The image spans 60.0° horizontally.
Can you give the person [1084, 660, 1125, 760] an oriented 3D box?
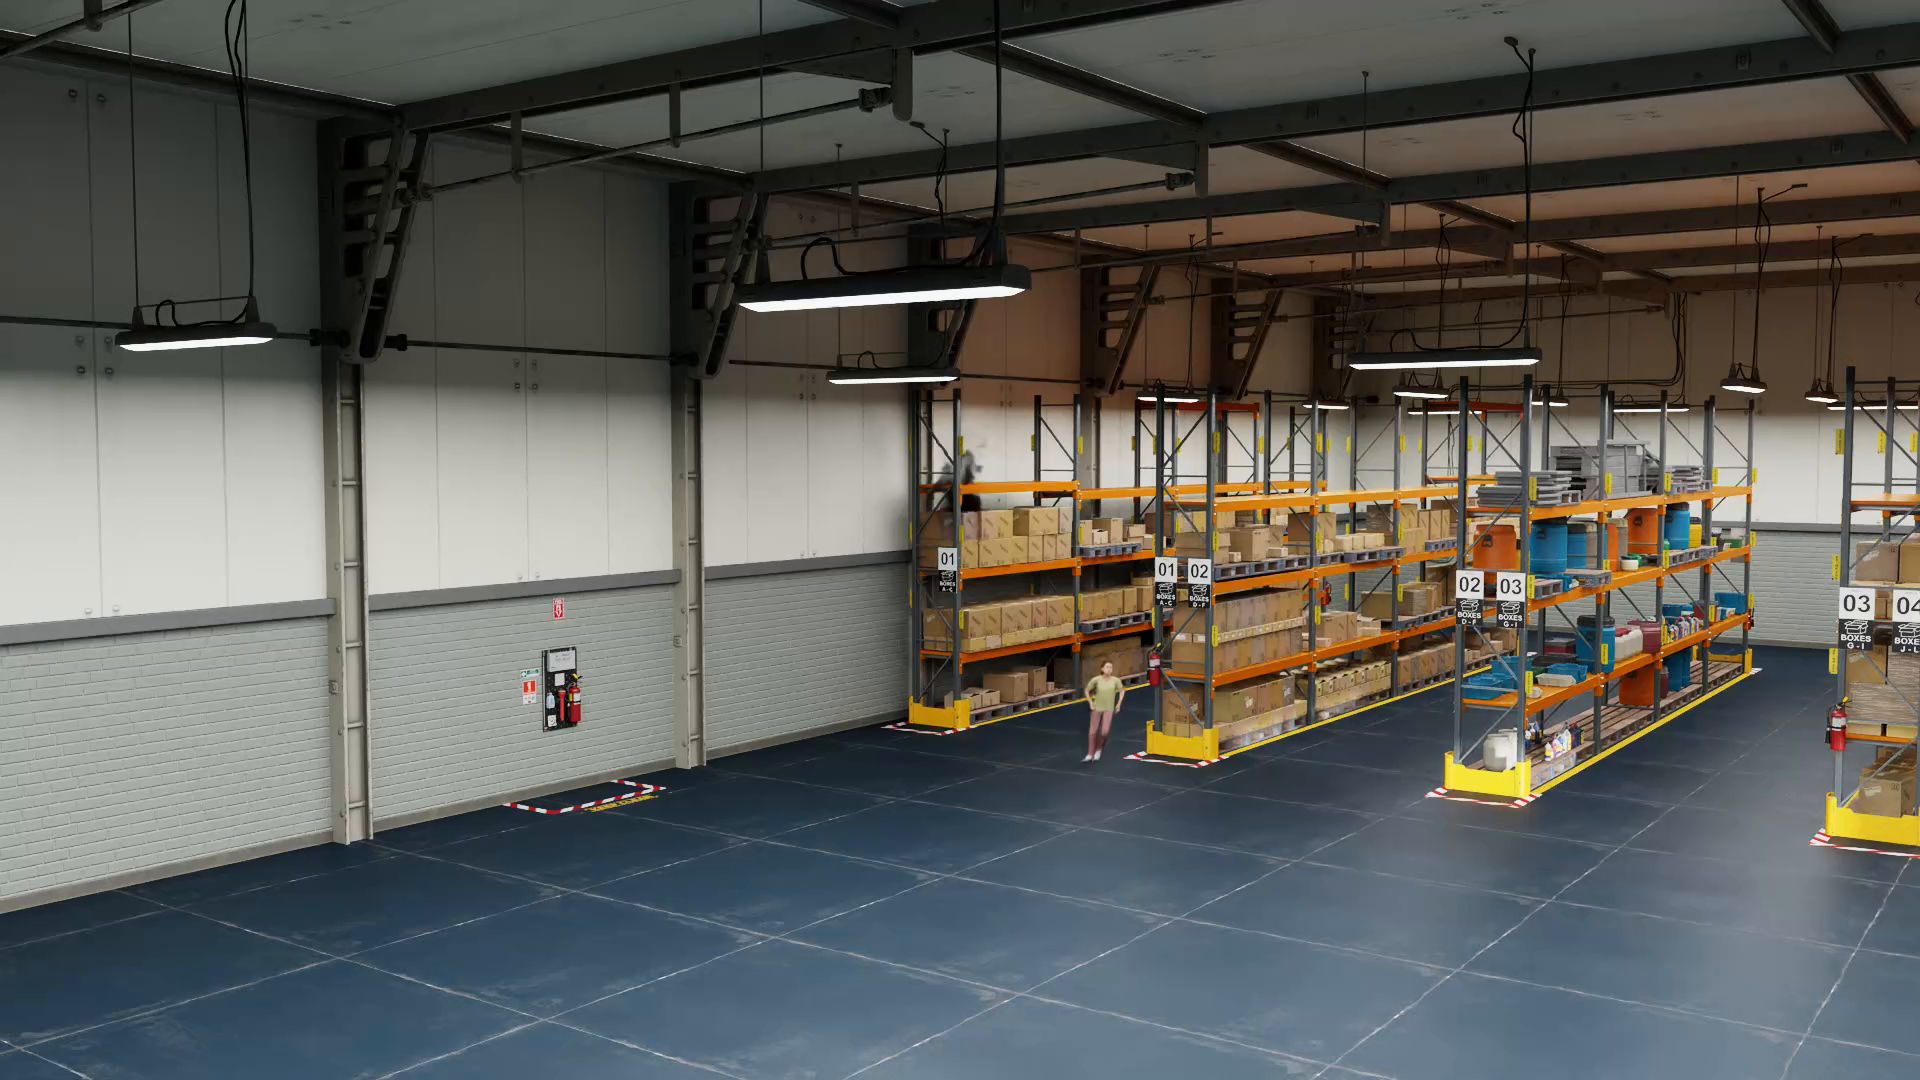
[{"bbox_3d":[2.272,2.694,26.211,0.636,1.613,0.571,0,3,6],"label":"person"}]
